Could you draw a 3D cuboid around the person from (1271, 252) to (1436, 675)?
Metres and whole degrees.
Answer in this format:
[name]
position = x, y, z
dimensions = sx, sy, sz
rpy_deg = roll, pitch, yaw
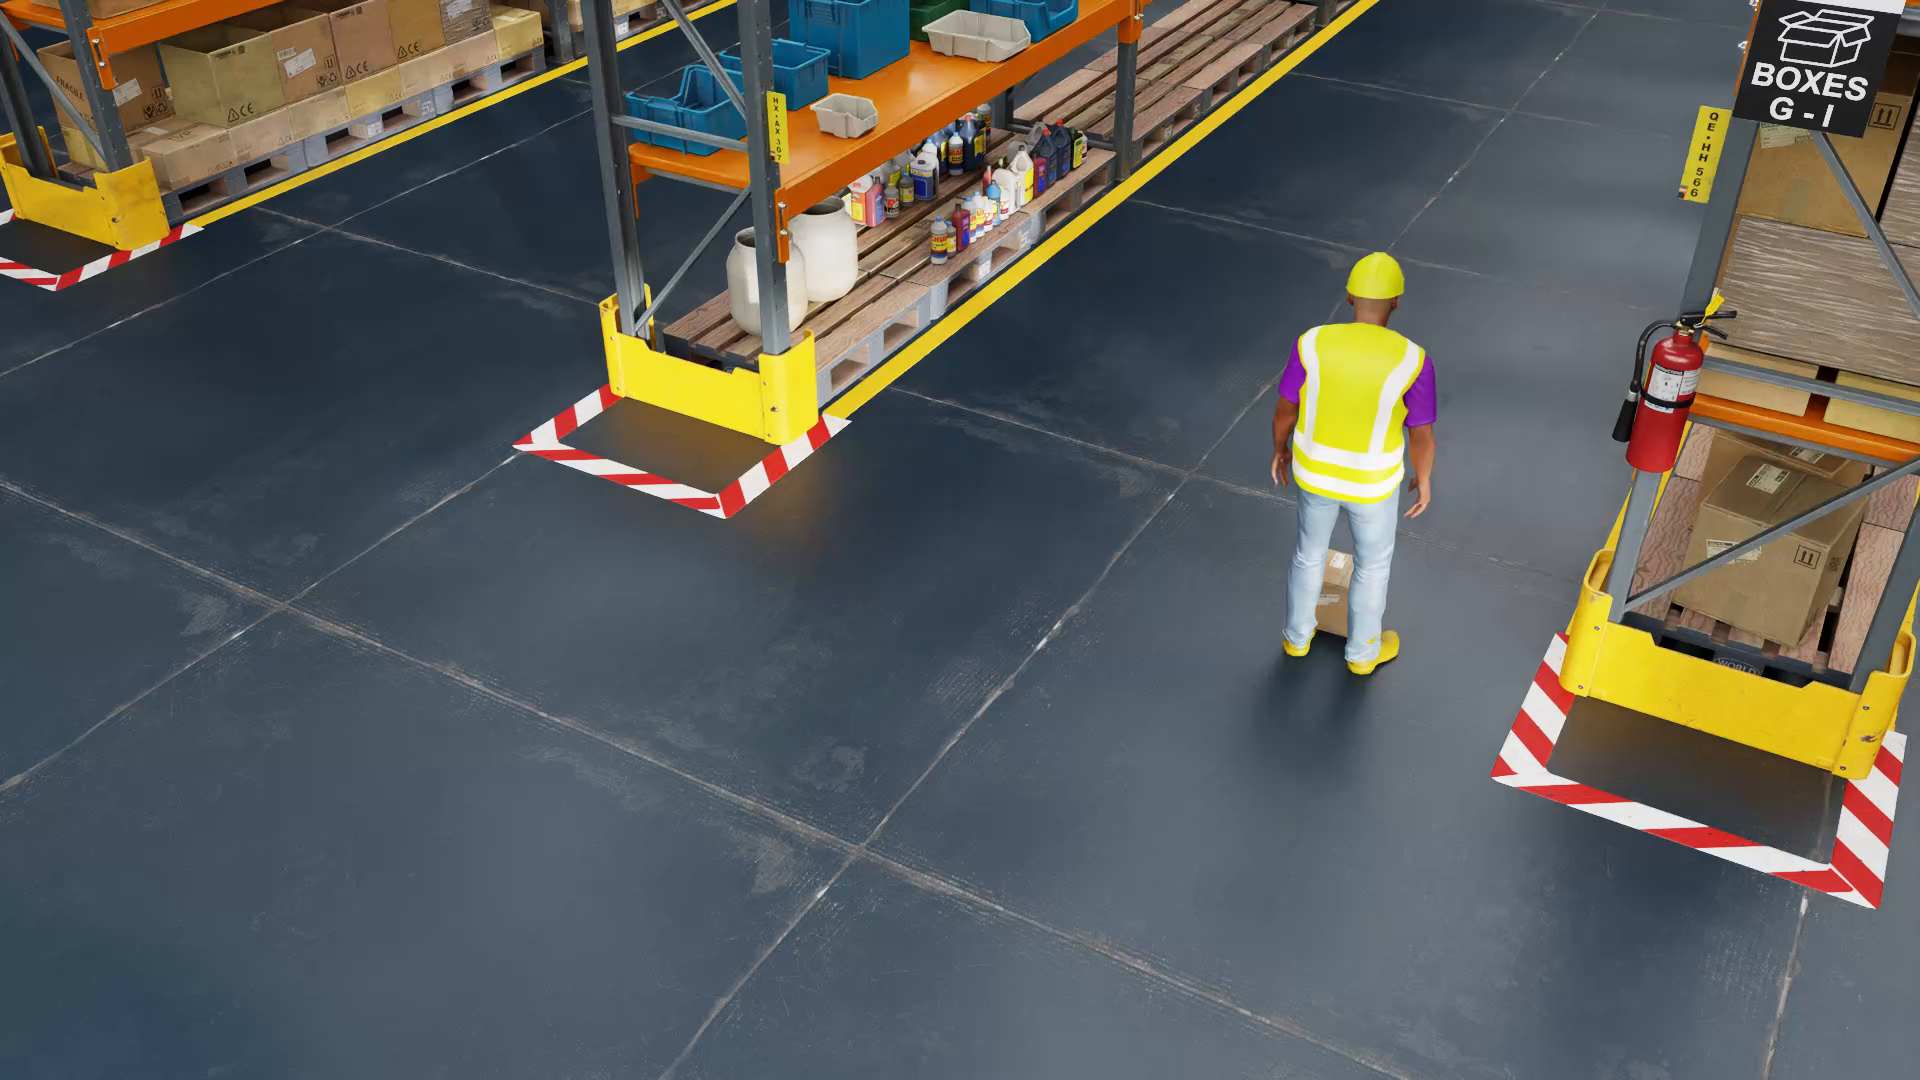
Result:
[person]
position = 1.535, -0.282, 6.545
dimensions = 0.636, 1.761, 0.454
rpy_deg = 16, 37, 22
